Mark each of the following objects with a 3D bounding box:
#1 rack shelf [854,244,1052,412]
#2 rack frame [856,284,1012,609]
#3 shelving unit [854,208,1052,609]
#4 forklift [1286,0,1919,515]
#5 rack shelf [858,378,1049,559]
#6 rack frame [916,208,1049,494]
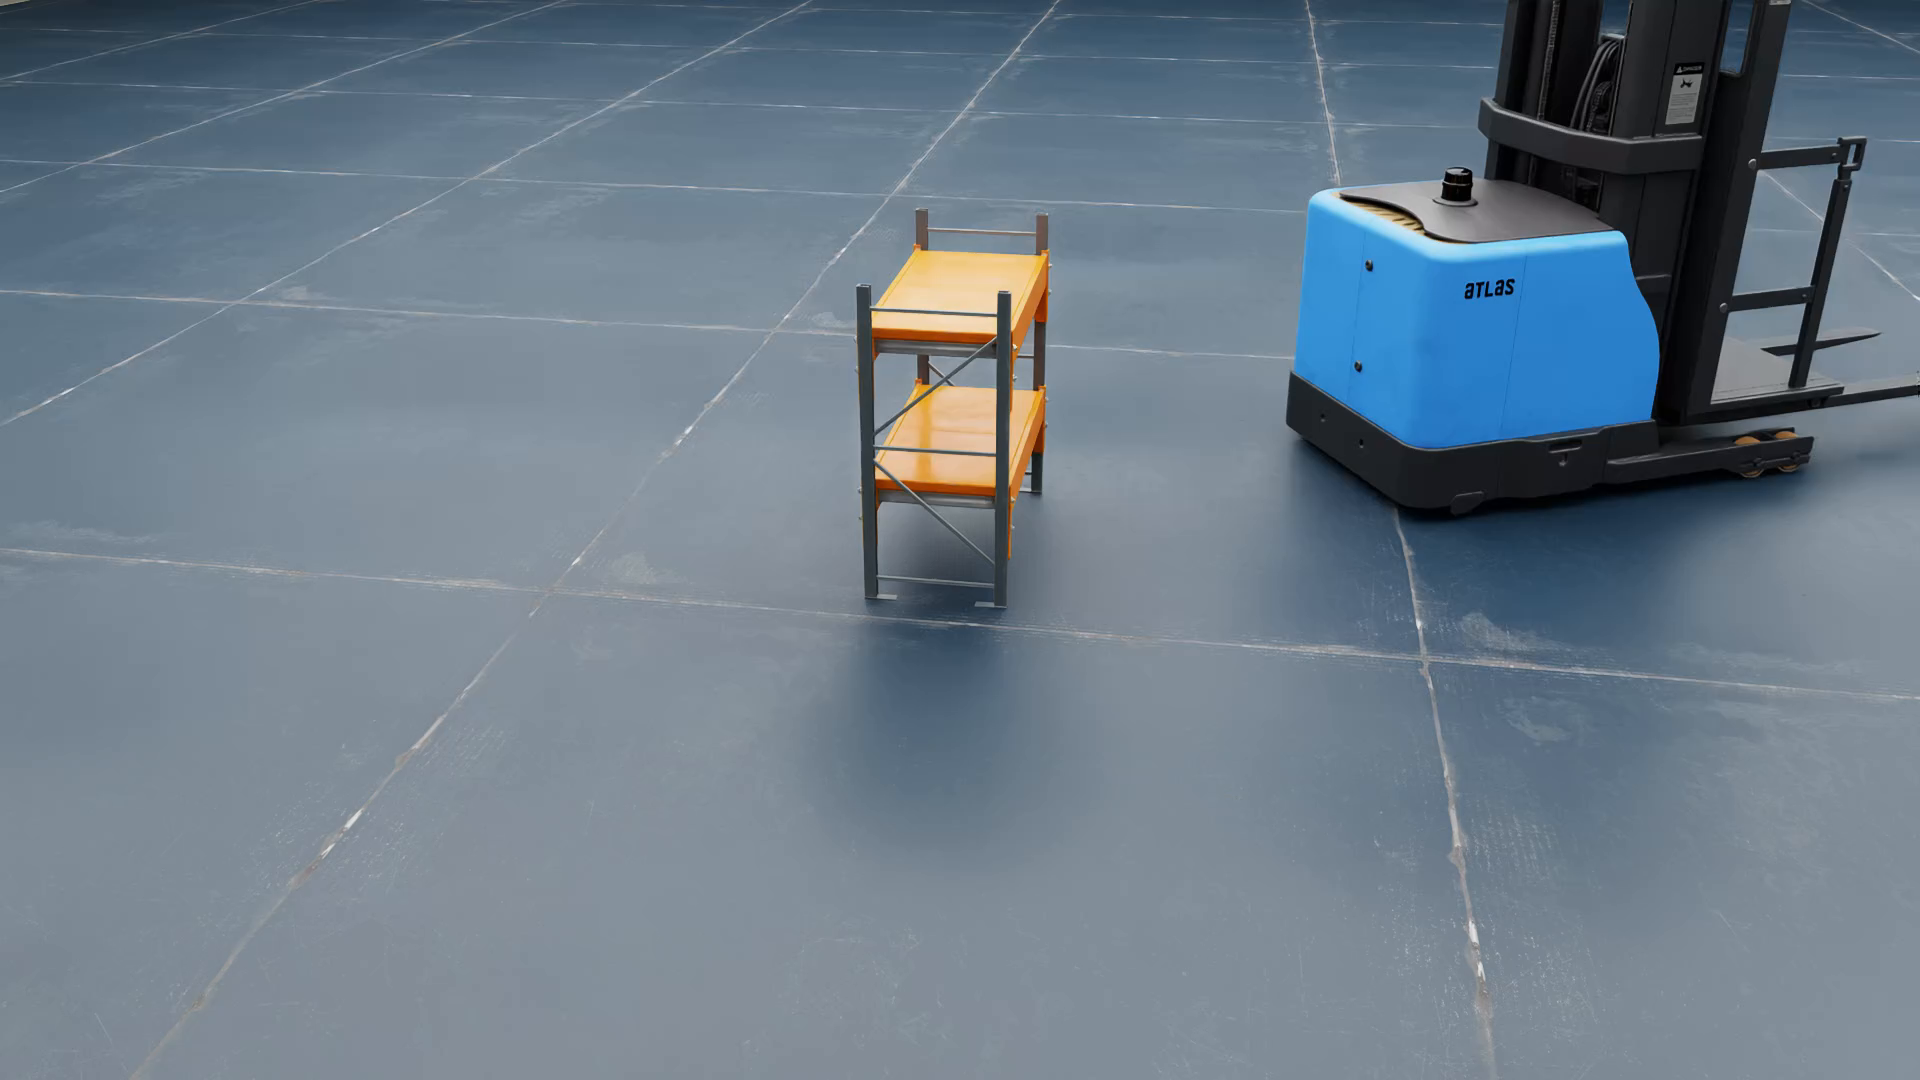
[{"bbox_3d":[-0.001,-0.772,5.881,0.538,0.278,1.000,4,25,9],"label":"rack shelf"},{"bbox_3d":[-0.084,-0.294,5.551,0.500,1.125,0.032,4,25,9],"label":"rack frame"},{"bbox_3d":[-0.001,-0.507,6.005,0.538,1.125,1.048,4,25,9],"label":"shelving unit"},{"bbox_3d":[2.975,-1.783,6.603,3.031,2.935,1.130,-8,26,-17],"label":"forklift"},{"bbox_3d":[-0.001,-0.285,6.109,0.538,0.278,1.000,4,25,9],"label":"rack shelf"},{"bbox_3d":[0.082,-0.719,6.460,0.500,1.125,0.032,4,25,9],"label":"rack frame"}]
